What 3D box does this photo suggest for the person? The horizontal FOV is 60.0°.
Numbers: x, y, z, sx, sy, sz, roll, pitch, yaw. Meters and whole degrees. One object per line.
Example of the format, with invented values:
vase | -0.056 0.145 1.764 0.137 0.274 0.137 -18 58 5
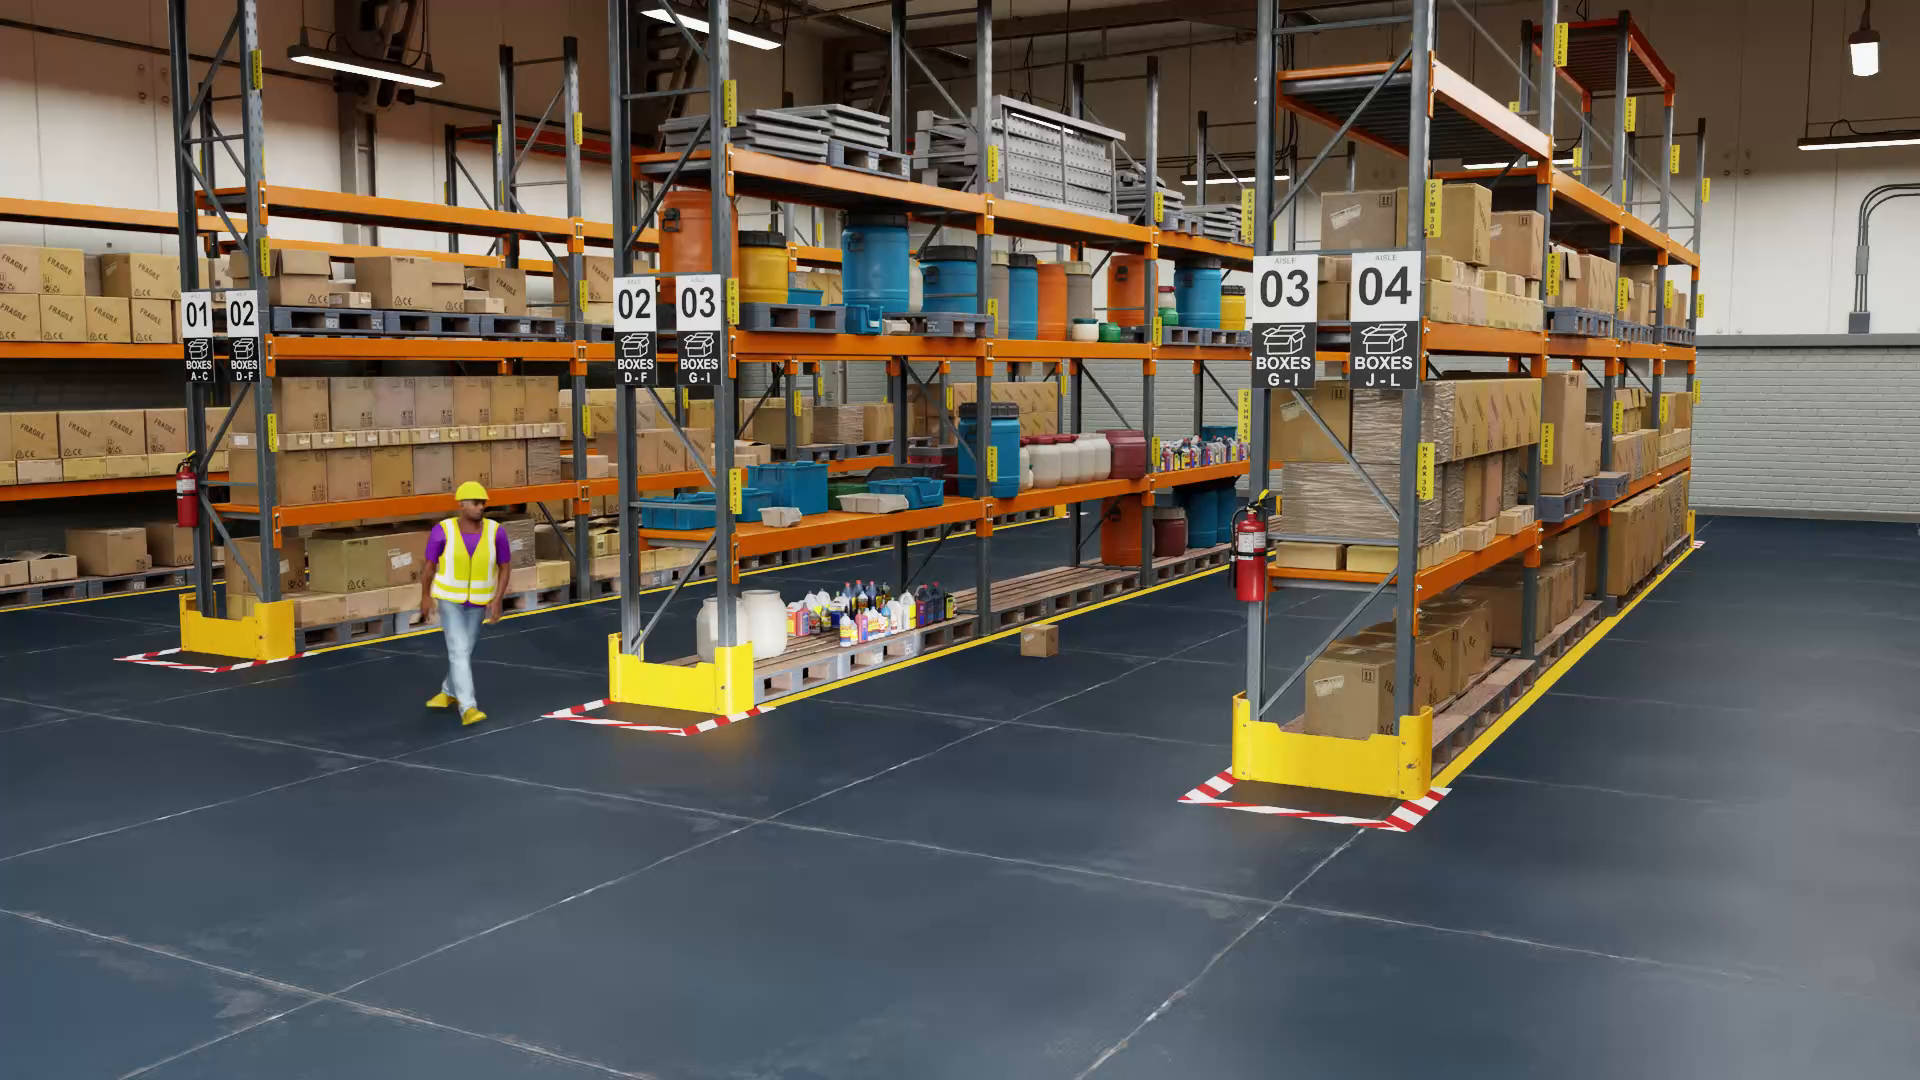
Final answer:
person | -3.528 0.435 11.964 0.602 1.715 0.958 -3 7 -30
